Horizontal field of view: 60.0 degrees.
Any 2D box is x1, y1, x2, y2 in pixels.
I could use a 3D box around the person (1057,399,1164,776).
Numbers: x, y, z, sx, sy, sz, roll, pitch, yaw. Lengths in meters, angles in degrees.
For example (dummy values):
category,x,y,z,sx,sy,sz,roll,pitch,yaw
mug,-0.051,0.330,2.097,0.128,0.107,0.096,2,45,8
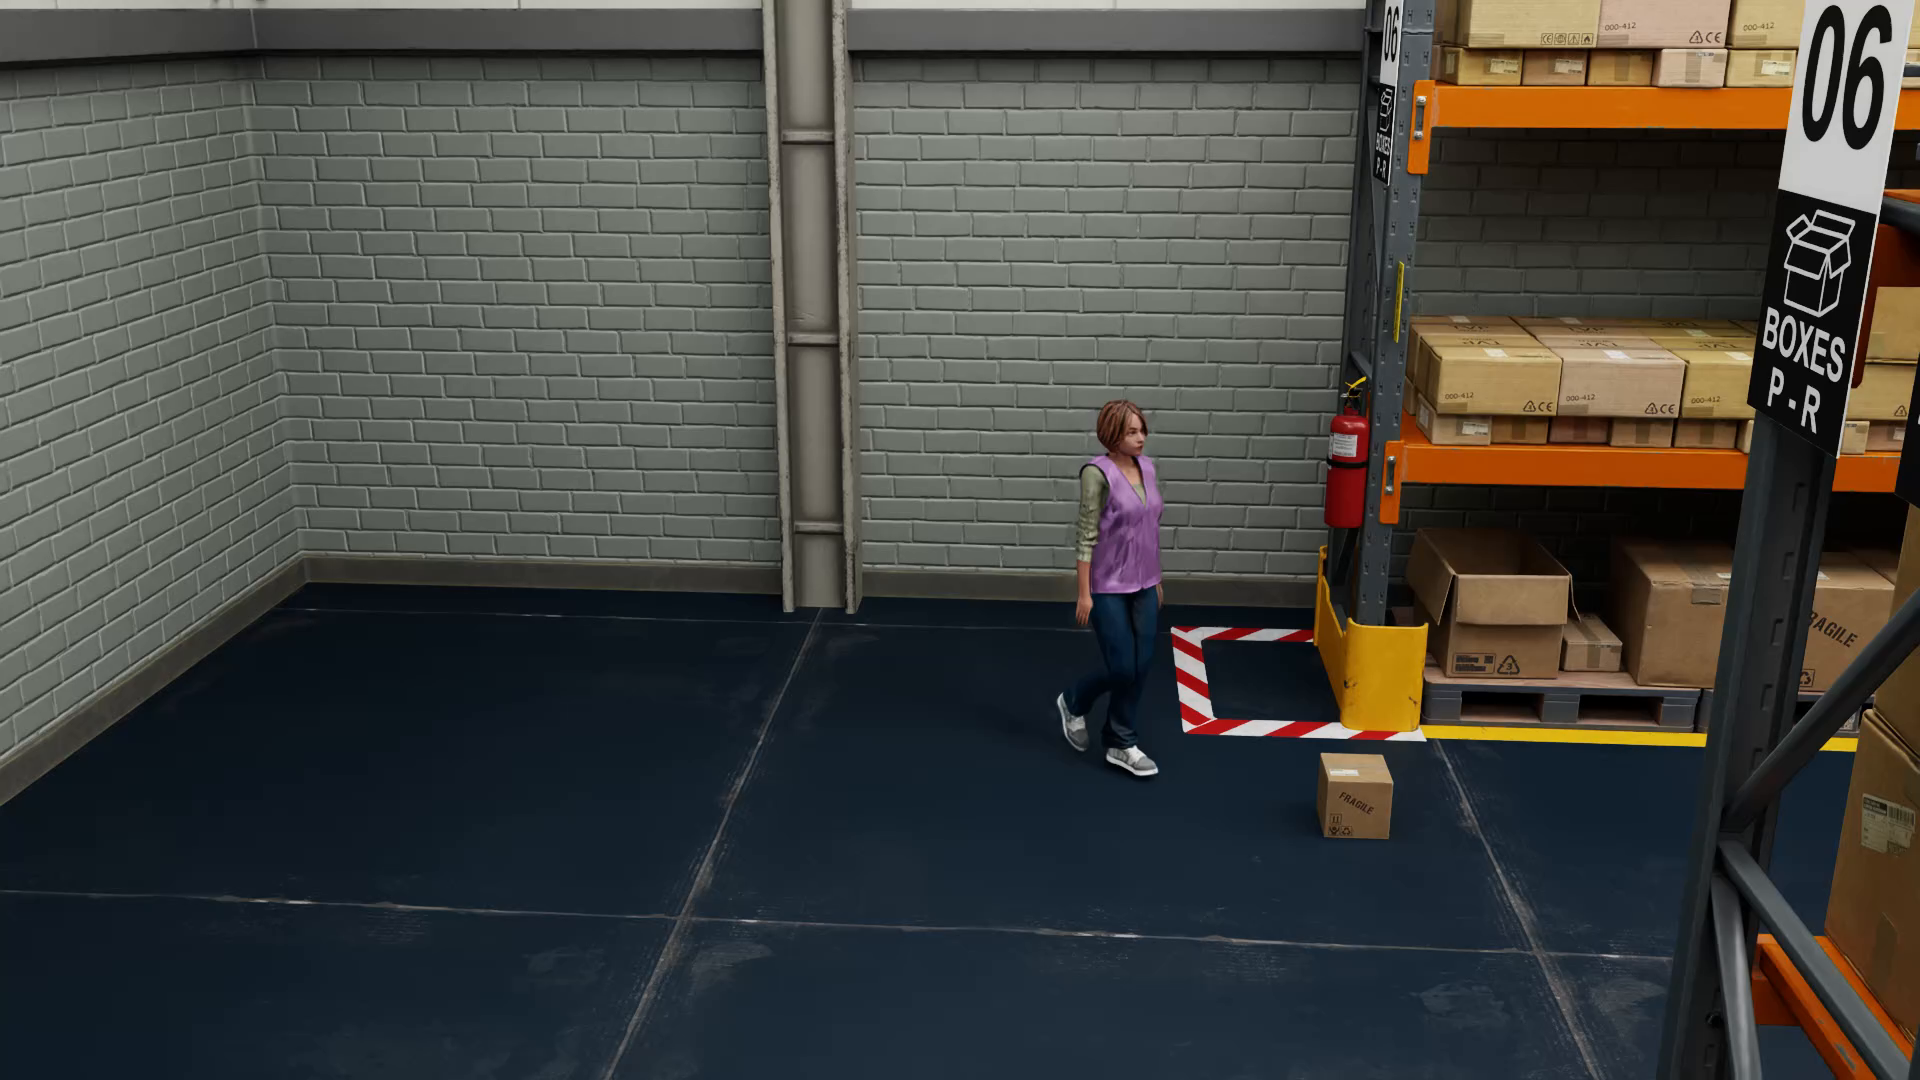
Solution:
category,x,y,z,sx,sy,sz,roll,pitch,yaw
person,0.652,0.192,6.905,0.452,1.586,0.497,-14,23,-37
